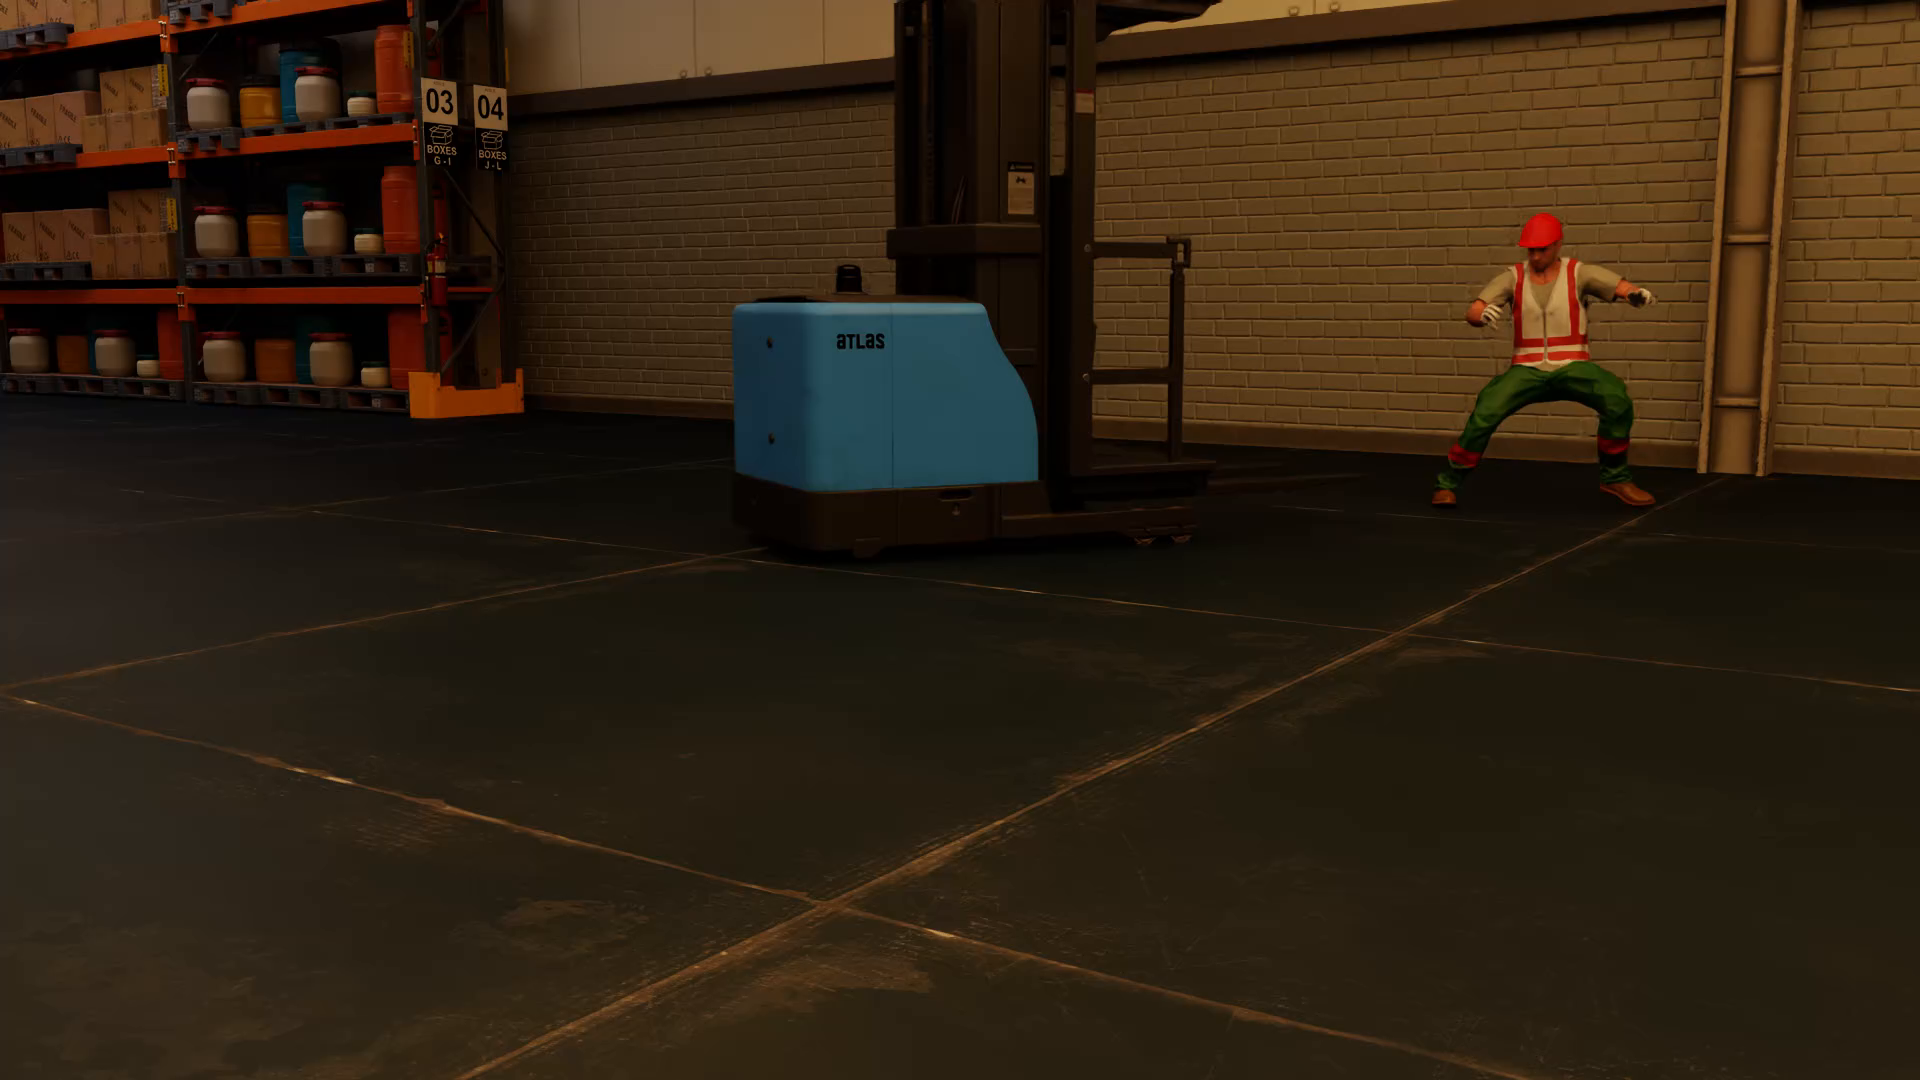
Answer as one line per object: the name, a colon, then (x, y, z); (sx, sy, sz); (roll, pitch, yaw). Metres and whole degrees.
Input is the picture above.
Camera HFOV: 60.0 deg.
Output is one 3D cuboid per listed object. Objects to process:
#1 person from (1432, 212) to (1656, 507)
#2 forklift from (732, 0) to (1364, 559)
person: (3.061, -0.927, 8.658); (1.103, 1.544, 0.738); (4, 9, 27)
forklift: (0.510, -1.493, 7.692); (3.031, 2.935, 1.130); (-4, 9, -27)
